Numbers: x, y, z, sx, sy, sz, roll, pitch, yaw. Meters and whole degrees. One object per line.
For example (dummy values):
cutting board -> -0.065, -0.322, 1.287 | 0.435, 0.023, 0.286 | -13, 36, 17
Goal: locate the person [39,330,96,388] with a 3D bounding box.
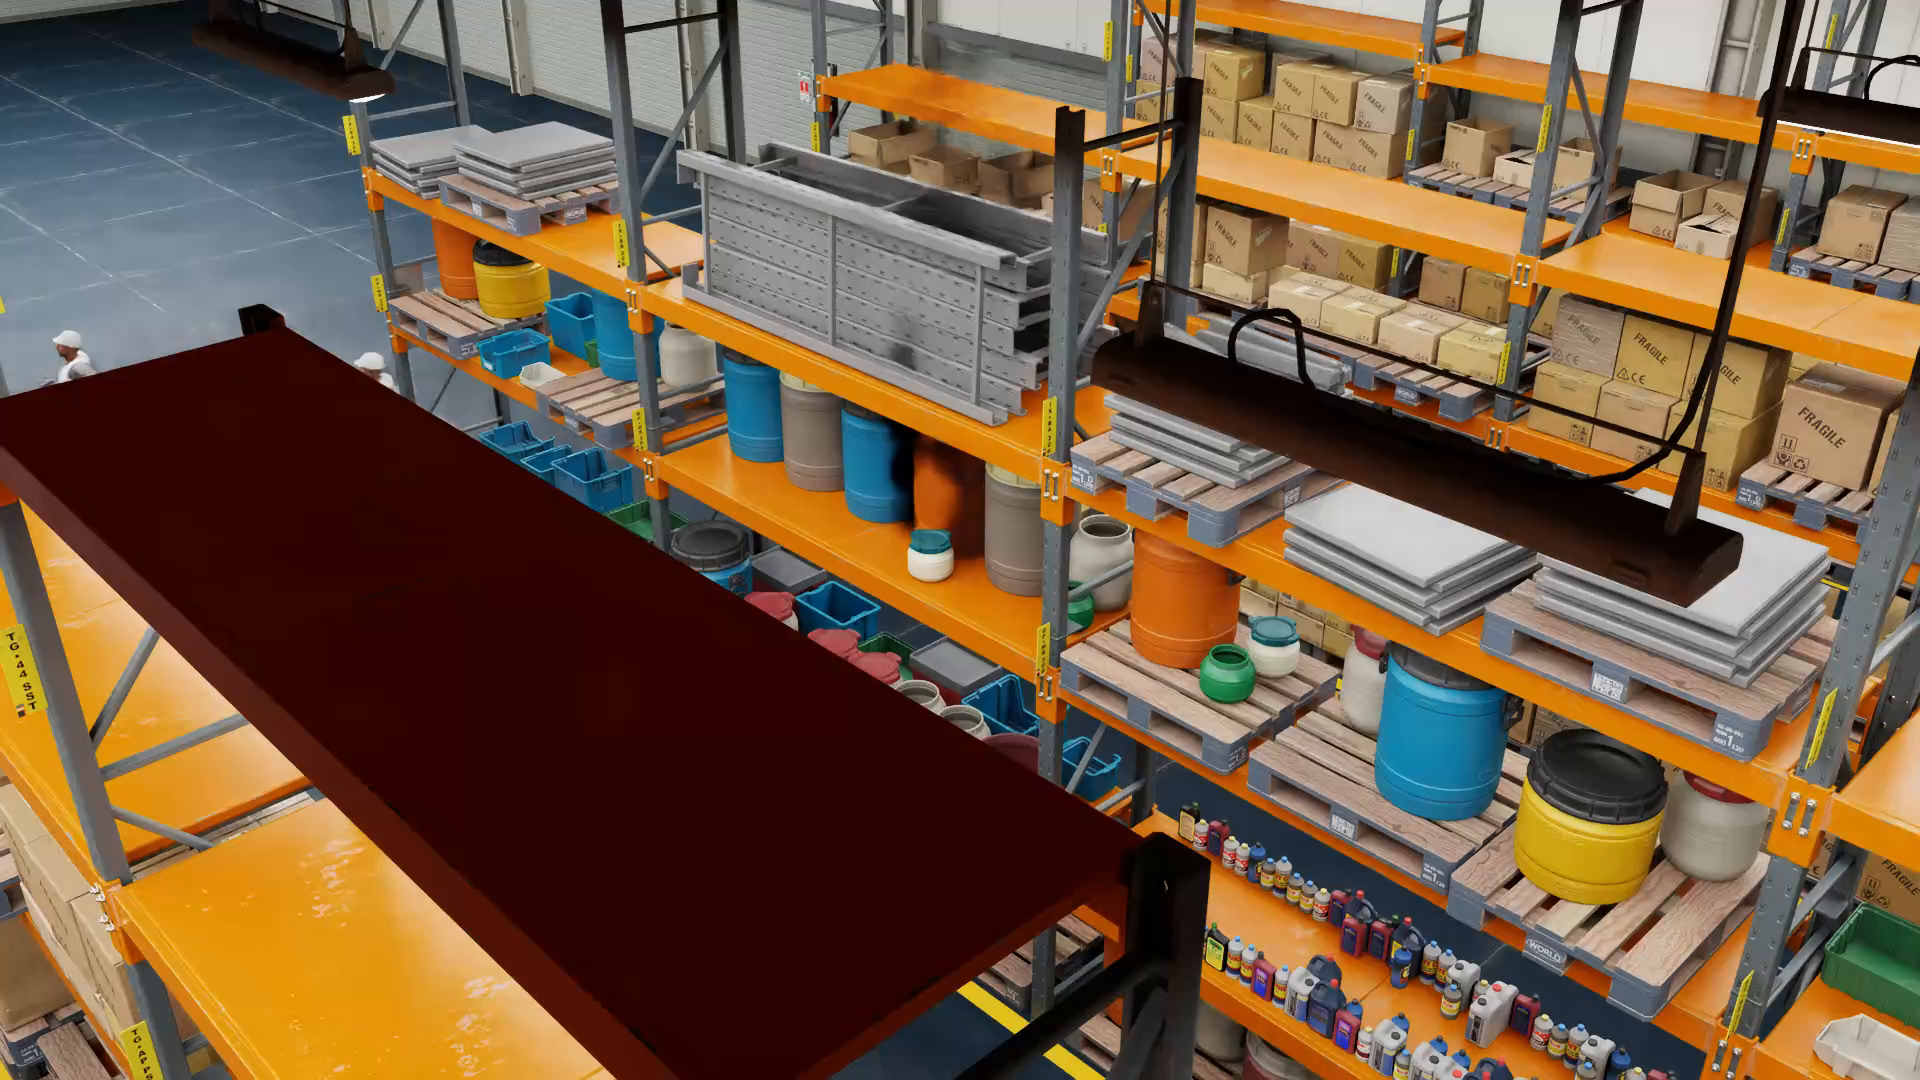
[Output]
person -> -9.292, -1.349, 17.508 | 0.633, 1.767, 0.662 | -11, 30, -19

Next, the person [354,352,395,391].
person -> -5.882, -1.072, 16.935 | 0.841, 1.789, 0.705 | -1, 28, -3
